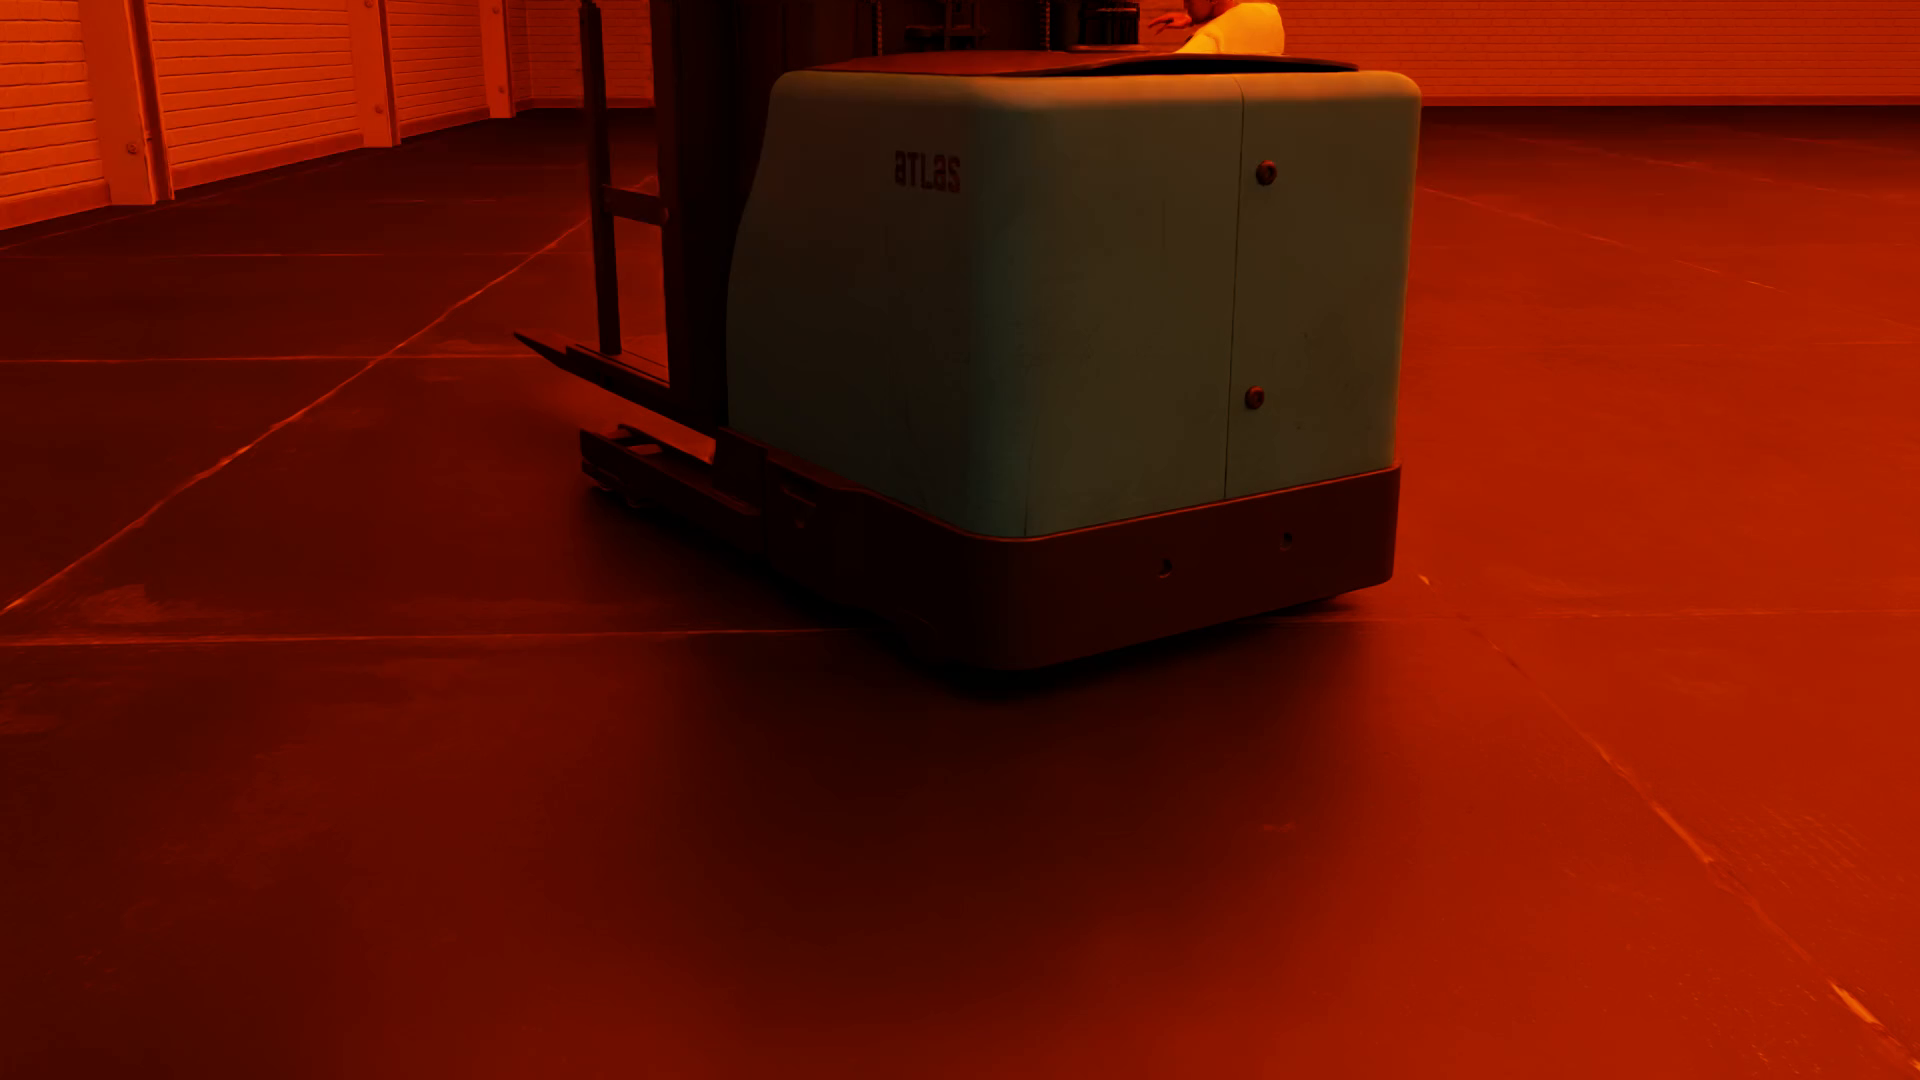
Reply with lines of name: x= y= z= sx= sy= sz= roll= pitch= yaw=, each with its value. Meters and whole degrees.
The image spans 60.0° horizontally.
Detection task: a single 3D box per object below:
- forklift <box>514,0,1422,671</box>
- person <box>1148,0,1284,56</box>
forklift: x=-0.330 y=-1.545 z=3.959 sx=1.130 sy=2.935 sz=3.031 roll=-11 pitch=20 yaw=-32
person: x=1.025 y=-1.860 z=7.499 sx=0.853 sy=1.494 sz=0.988 roll=2 pitch=17 yaw=6
